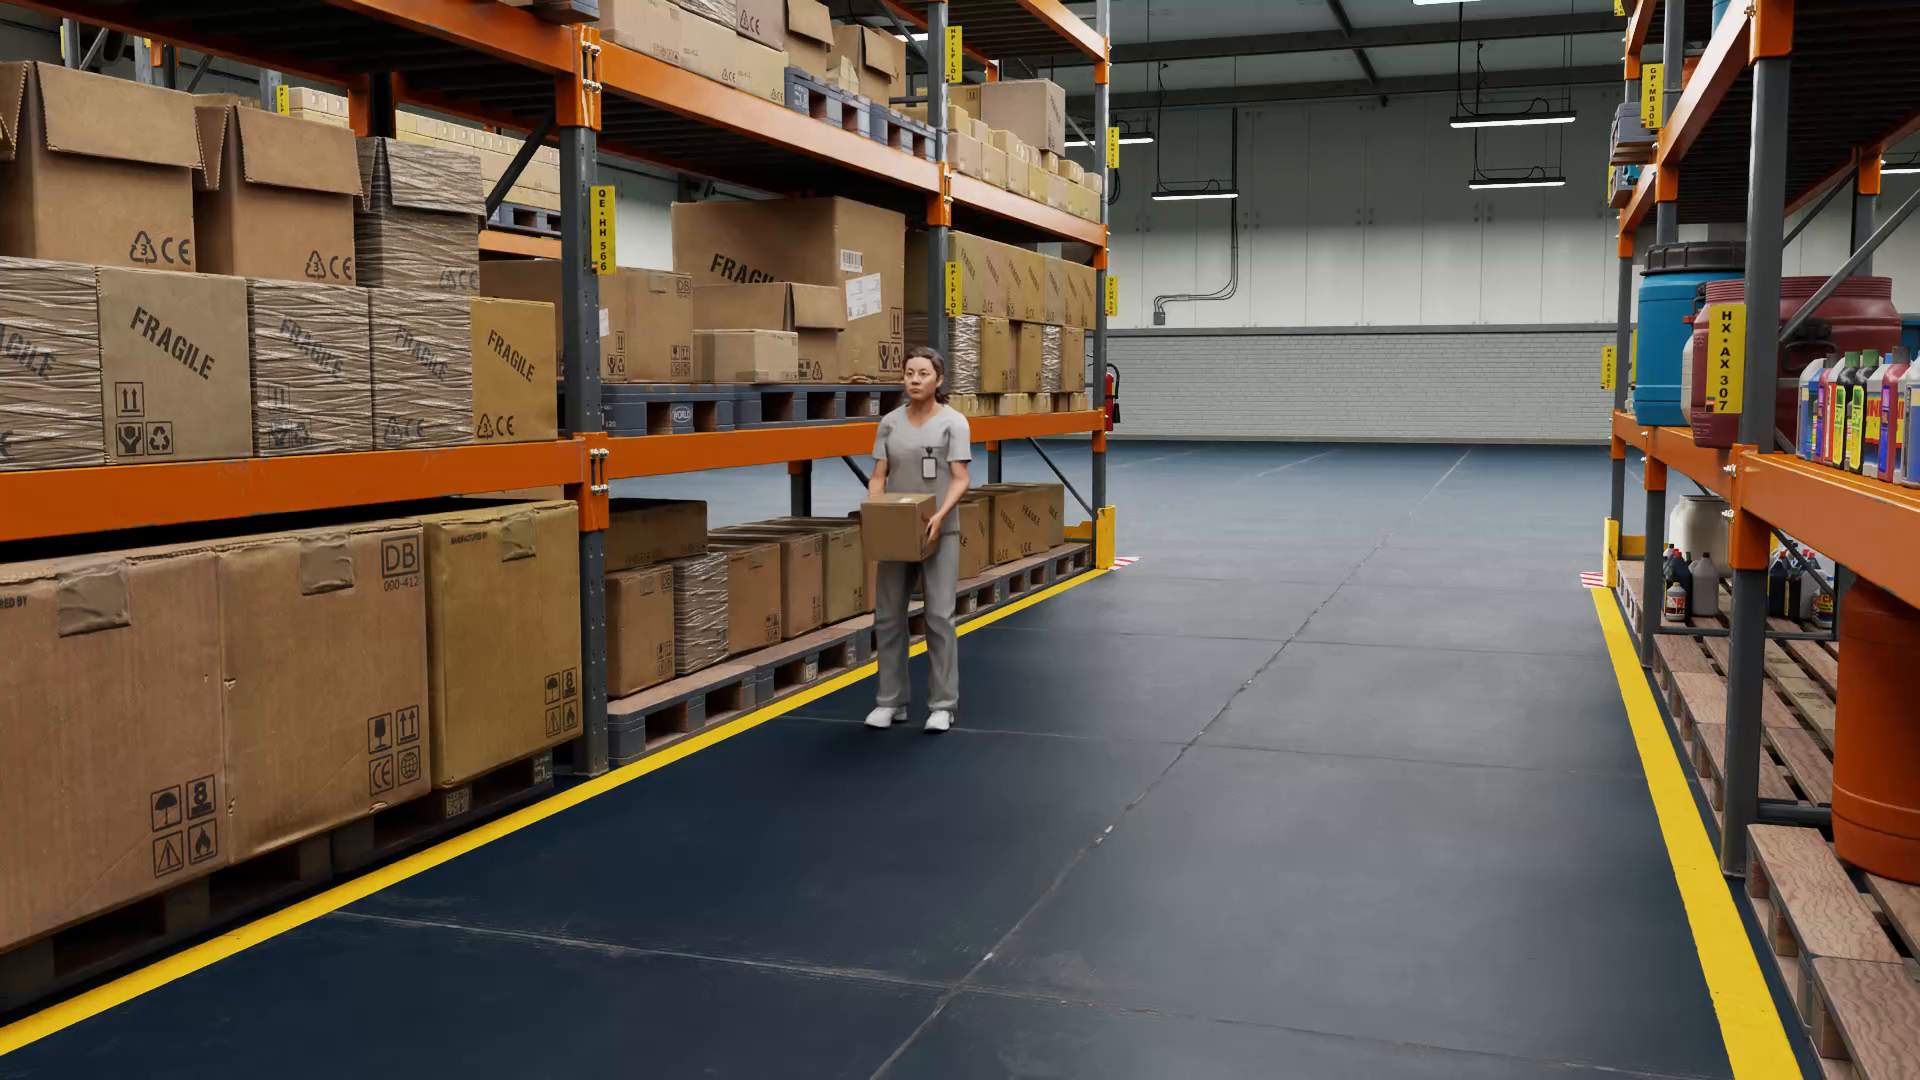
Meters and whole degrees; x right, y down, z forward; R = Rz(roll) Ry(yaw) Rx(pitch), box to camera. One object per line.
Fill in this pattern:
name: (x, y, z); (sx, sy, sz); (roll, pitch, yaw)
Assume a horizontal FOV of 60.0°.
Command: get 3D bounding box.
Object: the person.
person: (-0.190, 0.001, 7.277); (0.465, 1.657, 0.442); (2, 6, 18)
